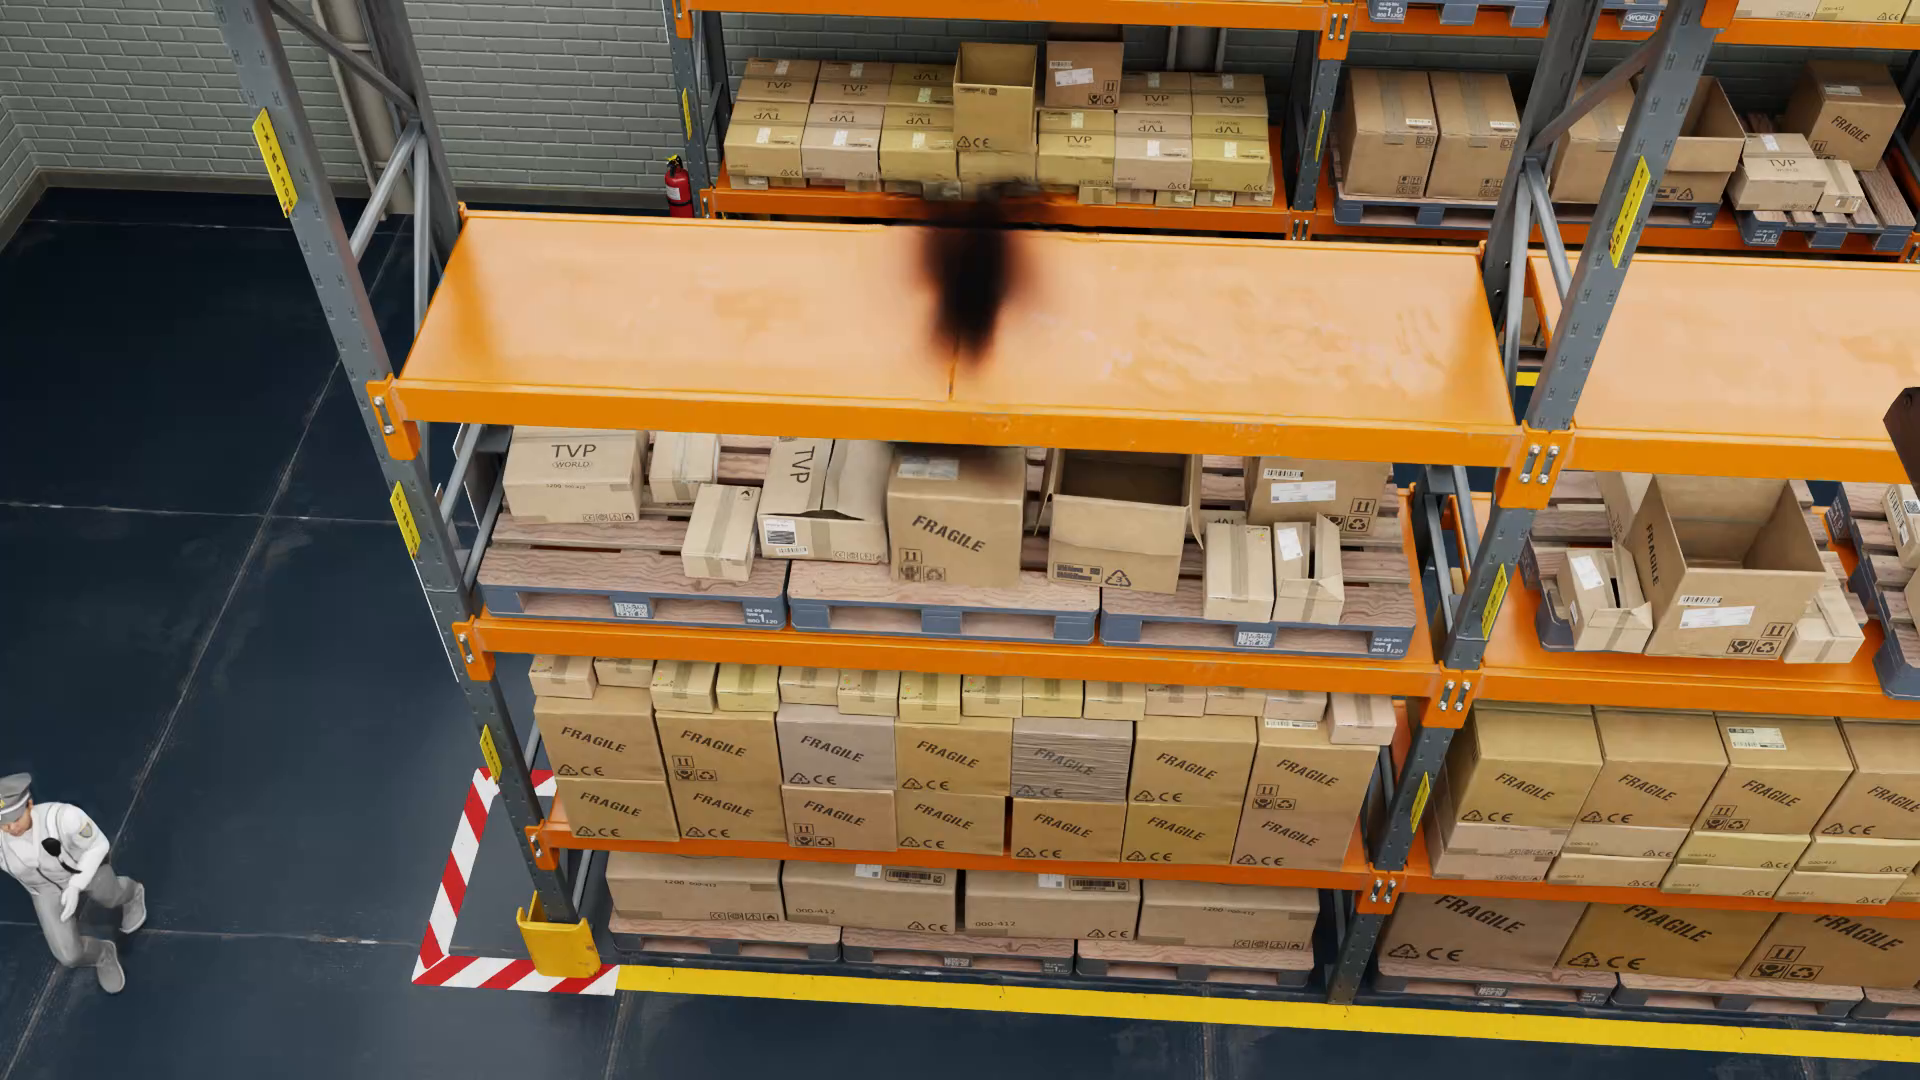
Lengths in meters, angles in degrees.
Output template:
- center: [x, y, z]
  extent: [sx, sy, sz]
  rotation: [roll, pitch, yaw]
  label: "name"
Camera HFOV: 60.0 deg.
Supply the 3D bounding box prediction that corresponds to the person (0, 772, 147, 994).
- center: [-4.360, 1.644, 8.140]
  extent: [0.533, 1.702, 0.787]
  rotation: [-14, 49, -12]
  label: "person"
